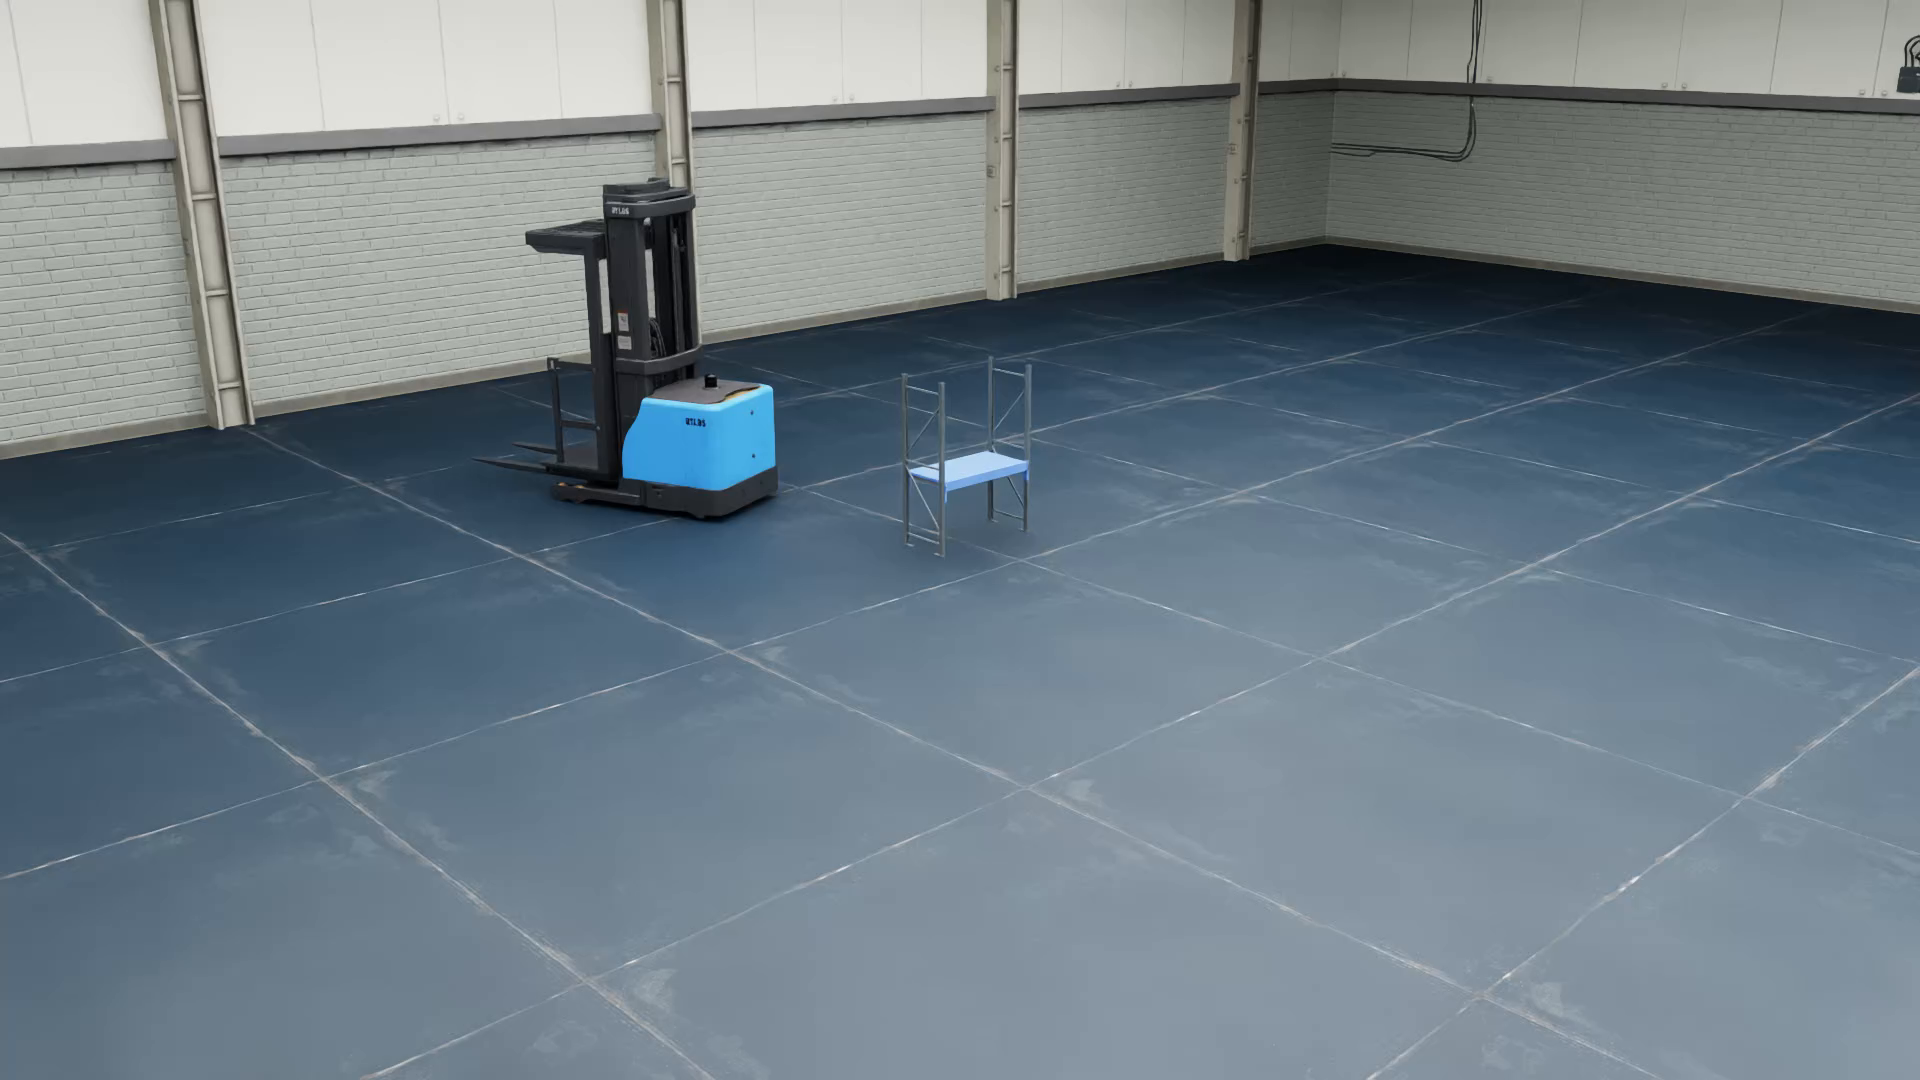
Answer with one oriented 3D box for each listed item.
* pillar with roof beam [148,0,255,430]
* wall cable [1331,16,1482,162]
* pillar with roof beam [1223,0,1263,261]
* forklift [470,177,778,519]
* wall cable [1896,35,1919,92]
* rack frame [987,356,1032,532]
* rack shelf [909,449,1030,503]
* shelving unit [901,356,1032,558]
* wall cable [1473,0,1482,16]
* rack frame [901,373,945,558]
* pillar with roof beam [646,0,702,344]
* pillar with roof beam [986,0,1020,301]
[{"bbox_3d":[-5.111,-4.596,14.068,0.400,9.000,9.100,-16,24,-41],"label":"pillar with roof beam"},{"bbox_3d":[8.059,-8.225,30.298,0.112,2.526,3.097,-16,24,-41],"label":"wall cable"},{"bbox_3d":[7.968,-8.410,25.832,0.400,9.000,9.100,-16,24,-41],"label":"pillar with roof beam"},{"bbox_3d":[-3.278,-1.875,15.517,3.031,2.935,1.130,8,20,24],"label":"forklift"},{"bbox_3d":[14.570,-9.189,22.723,0.169,6.003,2.305,-16,24,-41],"label":"wall cable"},{"bbox_3d":[0.431,-0.839,14.641,0.032,1.500,0.500,-16,24,-41],"label":"rack frame"},{"bbox_3d":[0.062,-0.560,14.365,1.000,0.185,0.538,-16,24,-41],"label":"rack shelf"},{"bbox_3d":[0.062,-0.732,14.309,1.048,1.500,0.538,-16,24,-41],"label":"shelving unit"},{"bbox_3d":[9.918,-10.022,27.649,0.112,2.526,3.097,-16,24,-41],"label":"wall cable"},{"bbox_3d":[-0.307,-0.624,13.977,0.032,1.500,0.500,-16,24,-41],"label":"rack frame"},{"bbox_3d":[-0.752,-5.867,17.990,0.400,9.000,9.100,-16,24,-41],"label":"pillar with roof beam"},{"bbox_3d":[3.608,-7.138,21.911,0.400,9.000,9.100,-16,24,-41],"label":"pillar with roof beam"}]
